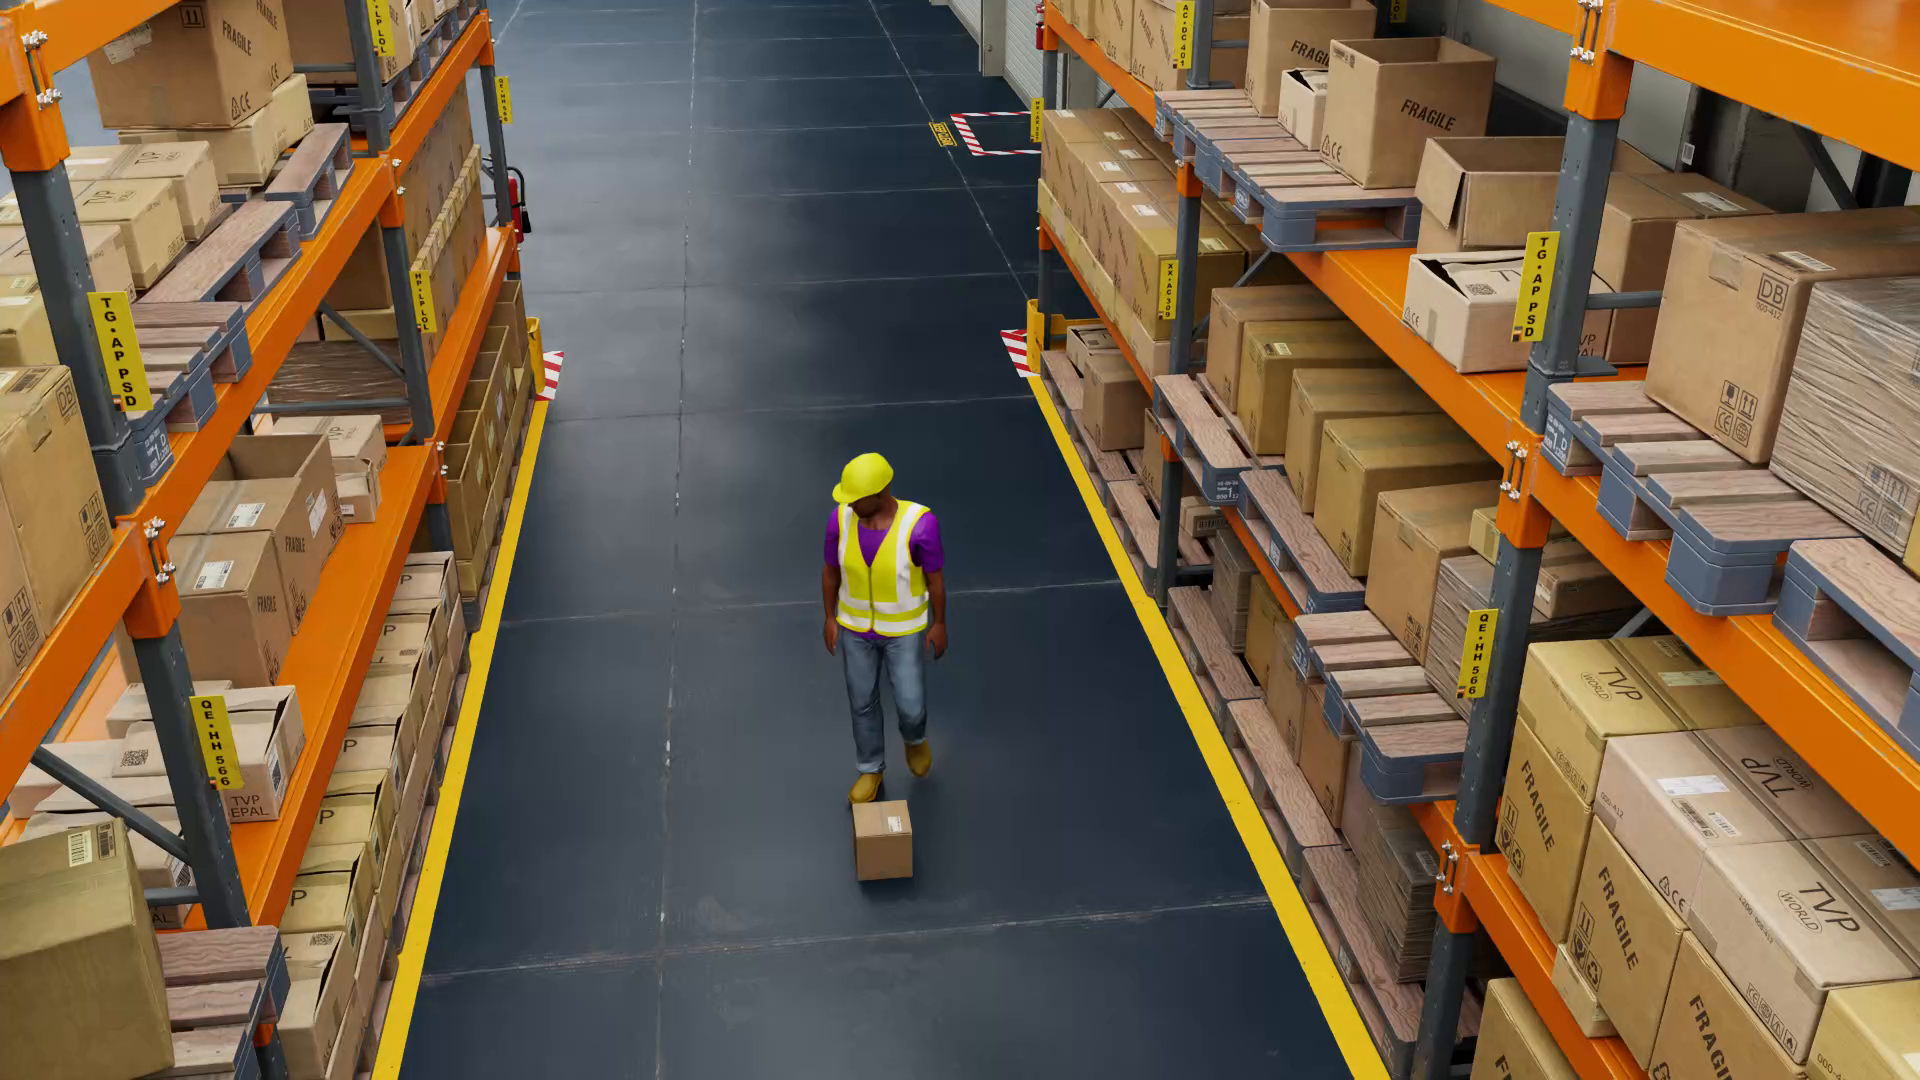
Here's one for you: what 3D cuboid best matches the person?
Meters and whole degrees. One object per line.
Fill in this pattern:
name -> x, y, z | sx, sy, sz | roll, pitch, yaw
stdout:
person -> -0.371, 0.405, 7.750 | 0.602, 1.761, 0.494 | 7, 28, 13
